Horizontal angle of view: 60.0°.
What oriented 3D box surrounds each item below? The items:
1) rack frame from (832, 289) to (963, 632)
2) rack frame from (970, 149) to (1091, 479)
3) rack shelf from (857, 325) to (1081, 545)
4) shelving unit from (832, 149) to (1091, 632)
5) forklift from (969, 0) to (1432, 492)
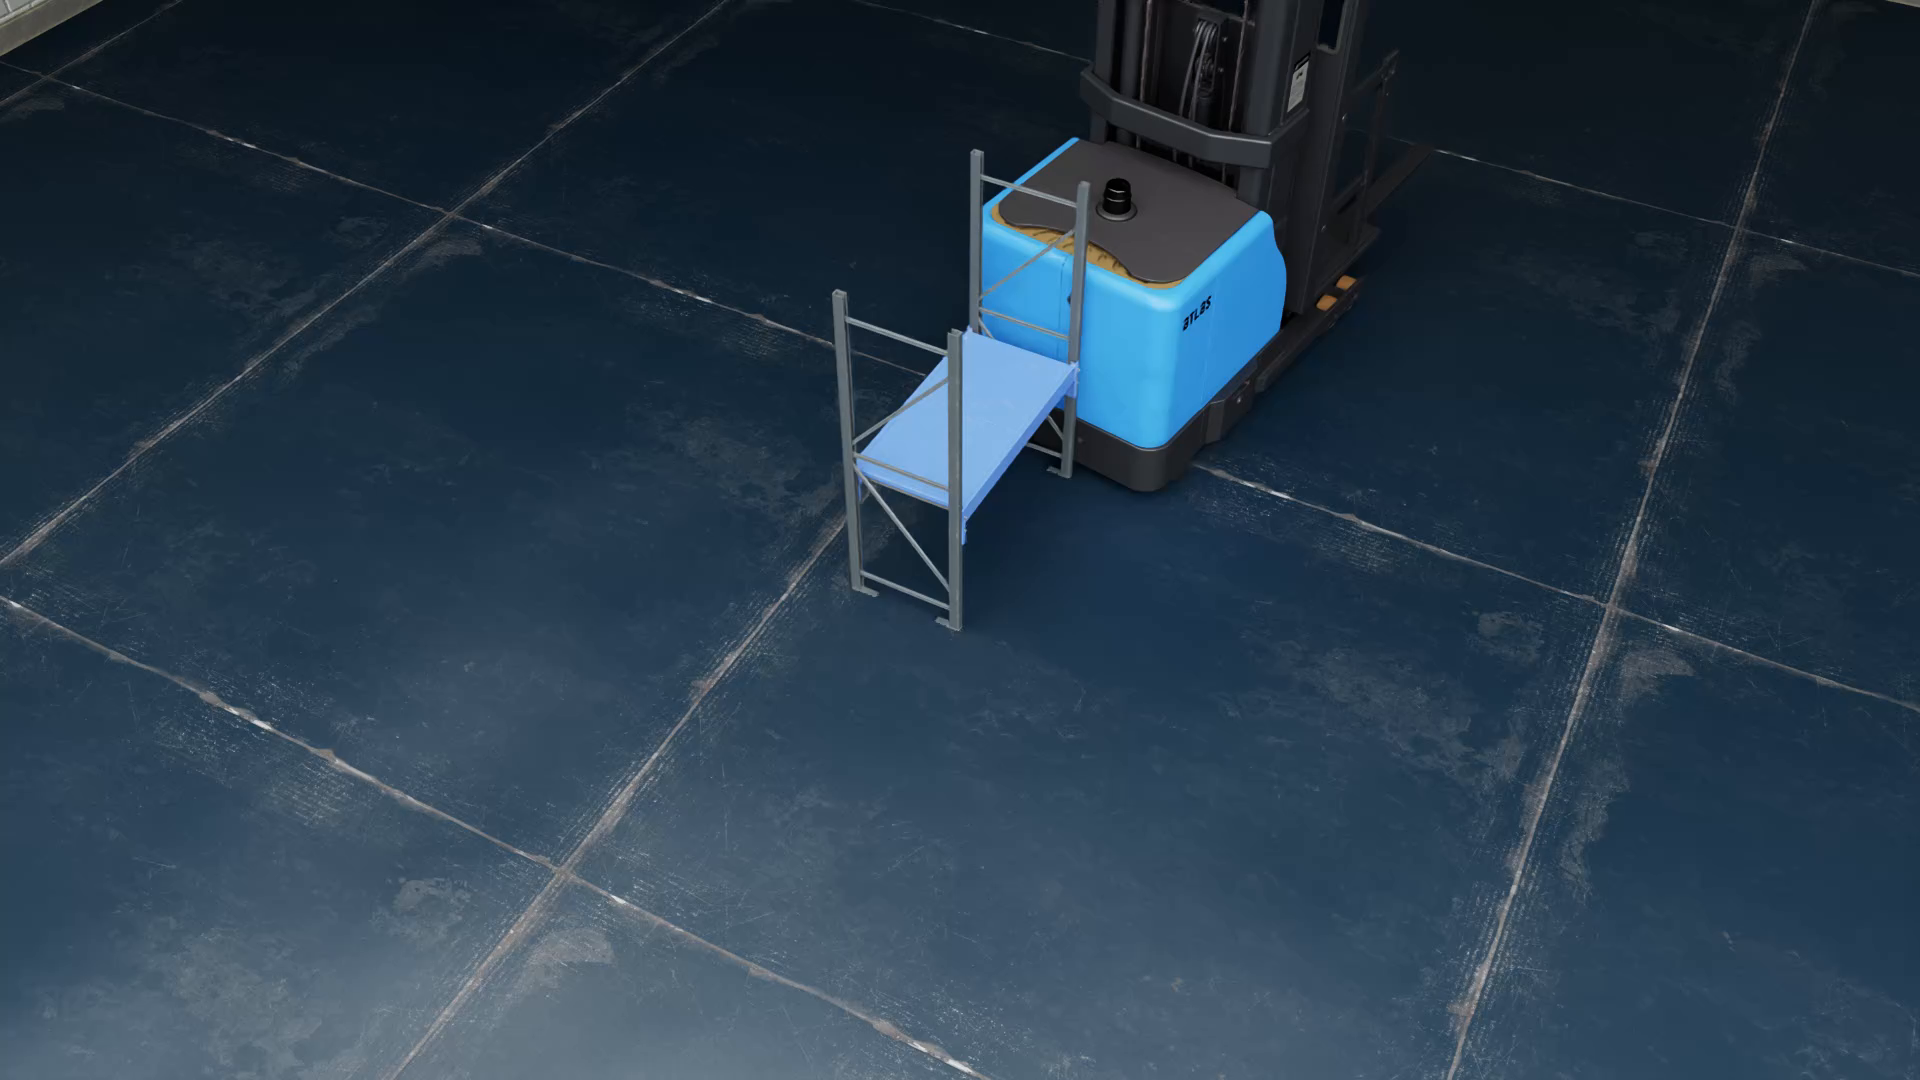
[{"bbox_3d":[-0.218,-0.251,6.224,0.500,1.500,0.032,21,49,20],"label":"rack frame"},{"bbox_3d":[0.267,-0.887,6.852,0.500,1.500,0.032,21,49,20],"label":"rack frame"},{"bbox_3d":[0.025,-0.443,6.666,0.538,0.185,1.000,21,49,20],"label":"rack shelf"},{"bbox_3d":[0.025,-0.569,6.538,0.538,1.500,1.048,21,49,20],"label":"shelving unit"},{"bbox_3d":[1.314,-2.238,7.181,1.130,2.935,3.031,28,52,25],"label":"forklift"}]
